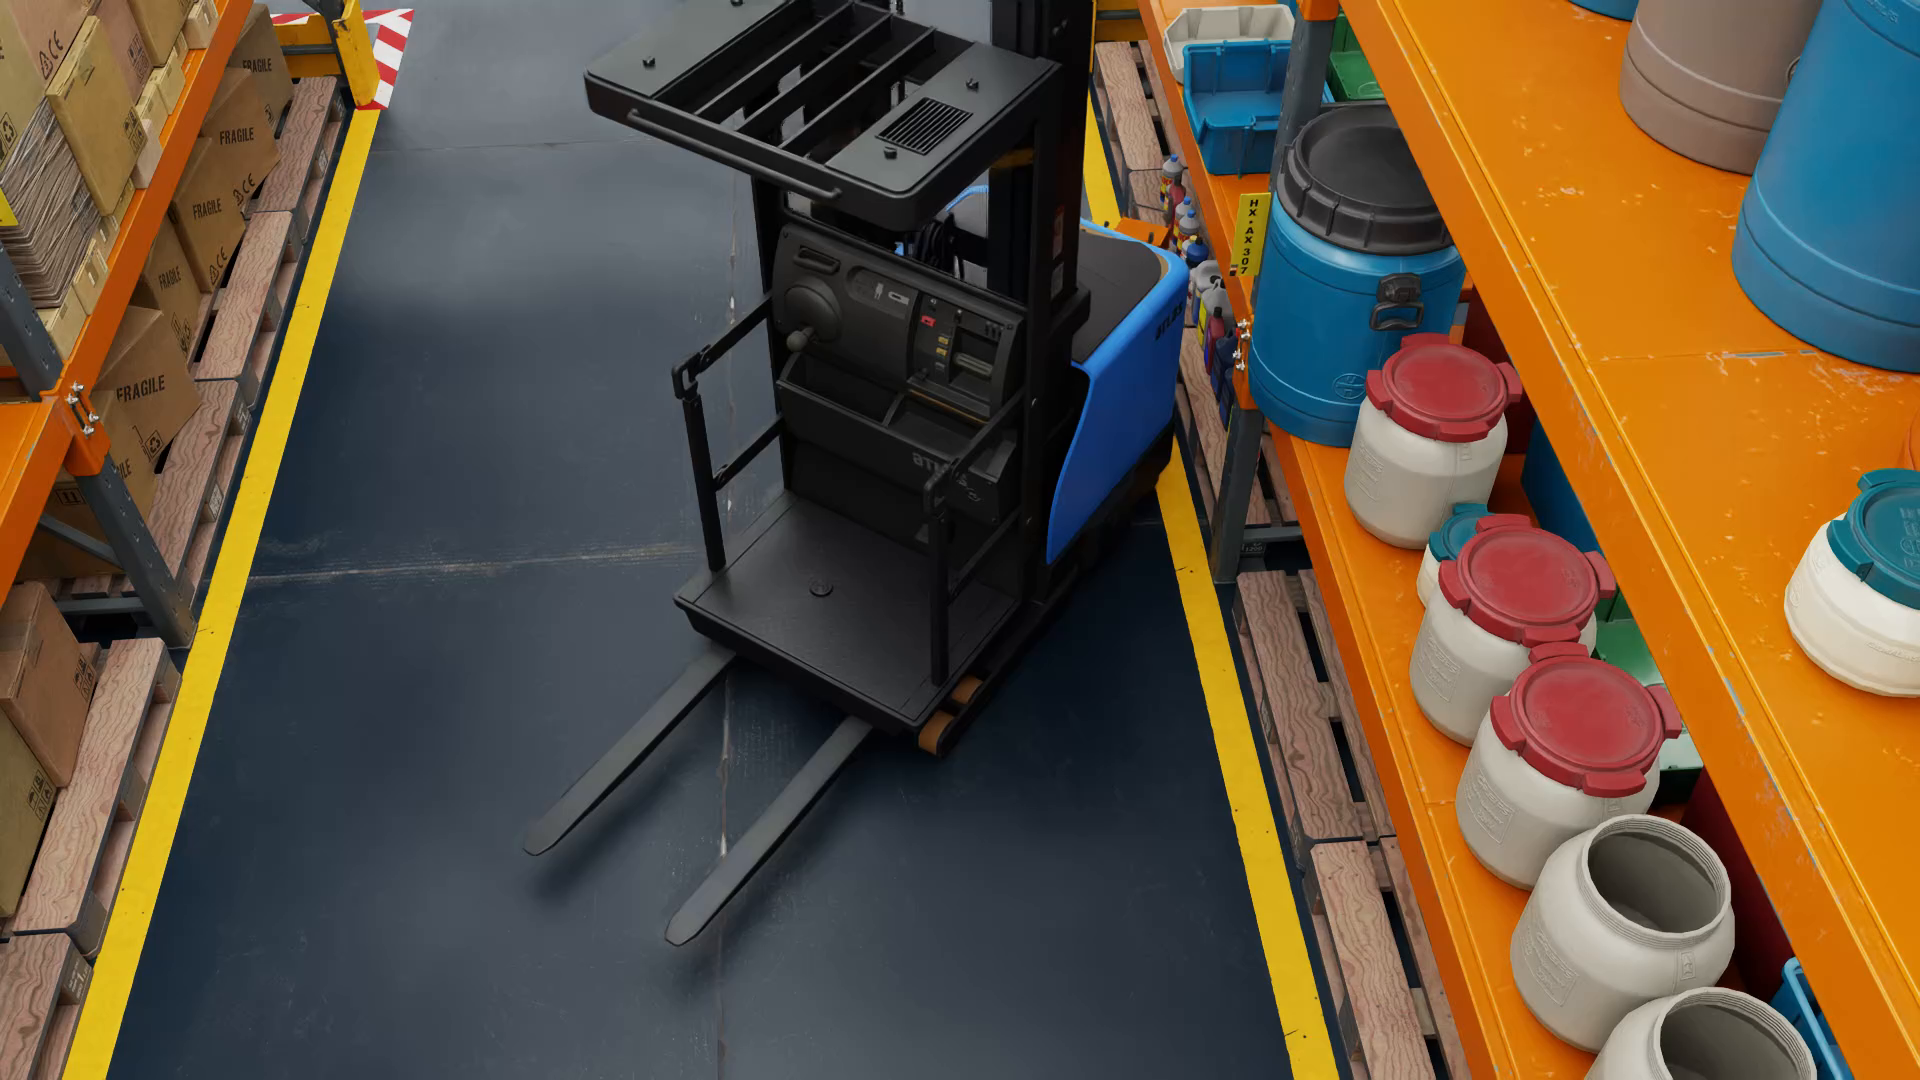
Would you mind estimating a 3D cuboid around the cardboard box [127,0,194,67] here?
[{"bbox_3d":[-3.566,-2.174,6.469,0.875,0.500,0.500,-3,47,-3],"label":"cardboard box"}]

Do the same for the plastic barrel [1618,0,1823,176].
[{"bbox_3d":[1.809,-1.301,3.505,0.600,0.901,0.600,0,47,0],"label":"plastic barrel"}]

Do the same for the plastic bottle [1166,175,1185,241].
[{"bbox_3d":[1.003,-1.541,7.711,0.061,0.283,0.133,-3,47,-3],"label":"plastic bottle"}]

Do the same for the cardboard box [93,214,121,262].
[{"bbox_3d":[-3.215,-1.073,5.873,0.380,0.149,0.250,-3,47,-3],"label":"cardboard box"}]

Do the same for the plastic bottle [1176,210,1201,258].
[{"bbox_3d":[1.039,-1.381,7.568,0.097,0.271,0.097,0,47,0],"label":"plastic bottle"}]

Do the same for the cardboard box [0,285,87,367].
[{"bbox_3d":[-3.158,-0.712,5.531,0.380,0.149,0.250,-3,47,-3],"label":"cardboard box"}]

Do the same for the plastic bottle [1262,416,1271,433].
[{"bbox_3d":[1.298,-0.623,6.795,0.144,0.351,0.185,-3,47,-3],"label":"plastic bottle"}]

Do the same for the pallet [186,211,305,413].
[{"bbox_3d":[-3.637,-1.034,7.584,1.003,0.211,1.213,-3,47,-3],"label":"pallet"}]

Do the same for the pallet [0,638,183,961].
[{"bbox_3d":[-3.373,0.898,5.754,1.003,0.211,1.213,-3,47,-3],"label":"pallet"}]

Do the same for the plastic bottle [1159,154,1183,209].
[{"bbox_3d":[1.002,-1.702,7.872,0.097,0.271,0.097,0,47,0],"label":"plastic bottle"}]

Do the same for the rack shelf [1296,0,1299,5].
[{"bbox_3d":[1.328,-3.156,6.103,1.077,0.370,4.000,-3,47,-3],"label":"rack shelf"}]

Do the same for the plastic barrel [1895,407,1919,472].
[{"bbox_3d":[1.923,-0.291,2.598,0.600,0.830,0.708,-3,47,-3],"label":"plastic barrel"}]

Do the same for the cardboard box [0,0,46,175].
[{"bbox_3d":[-3.224,-1.446,5.091,0.500,0.500,0.500,-3,47,-3],"label":"cardboard box"}]

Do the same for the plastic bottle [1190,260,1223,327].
[{"bbox_3d":[1.102,-1.079,7.279,0.152,0.276,0.135,-3,47,-3],"label":"plastic bottle"}]

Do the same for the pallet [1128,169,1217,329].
[{"bbox_3d":[1.376,-1.340,7.873,1.003,0.211,1.213,-3,47,-3],"label":"pallet"}]

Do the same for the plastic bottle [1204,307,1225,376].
[{"bbox_3d":[1.083,-0.845,7.052,0.061,0.283,0.133,-1,47,-1],"label":"plastic bottle"}]

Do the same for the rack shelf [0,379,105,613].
[{"bbox_3d":[-3.272,1.070,4.166,1.077,0.370,4.000,-3,47,-3],"label":"rack shelf"}]

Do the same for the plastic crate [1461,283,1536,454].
[{"bbox_3d":[1.841,-0.616,5.223,0.402,0.464,0.583,-3,47,-3],"label":"plastic crate"}]

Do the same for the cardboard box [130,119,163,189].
[{"bbox_3d":[-3.225,-1.436,6.217,0.380,0.149,0.250,-3,47,-3],"label":"cardboard box"}]

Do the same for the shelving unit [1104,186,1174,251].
[{"bbox_3d":[0.709,-0.943,6.917,0.215,1.050,0.252,17,50,16],"label":"shelving unit"}]

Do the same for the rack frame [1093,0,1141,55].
[{"bbox_3d":[1.161,-3.819,8.301,1.000,3.000,0.127,-3,47,-3],"label":"rack frame"}]

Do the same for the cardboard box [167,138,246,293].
[{"bbox_3d":[-3.621,-1.466,7.505,0.500,0.500,0.500,0,47,0],"label":"cardboard box"}]

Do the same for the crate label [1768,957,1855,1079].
[{"bbox_3d":[2.017,1.221,3.503,0.502,0.435,0.616,-3,47,-3],"label":"crate label"}]

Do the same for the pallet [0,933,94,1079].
[{"bbox_3d":[-3.268,1.782,4.916,1.003,0.211,1.213,-3,47,-3],"label":"pallet"}]

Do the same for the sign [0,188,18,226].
[{"bbox_3d":[-2.887,-1.059,4.889,0.100,0.325,0.005,-3,47,-3],"label":"sign"}]

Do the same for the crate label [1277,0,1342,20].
[{"bbox_3d":[1.584,-2.516,7.043,0.502,0.435,0.616,-3,47,-3],"label":"crate label"}]

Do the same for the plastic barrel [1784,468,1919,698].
[{"bbox_3d":[1.492,0.079,2.639,0.301,0.262,0.301,0,47,0],"label":"plastic barrel"}]

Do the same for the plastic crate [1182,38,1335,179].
[{"bbox_3d":[1.133,-1.658,6.357,0.499,0.251,0.616,-3,47,-3],"label":"plastic crate"}]

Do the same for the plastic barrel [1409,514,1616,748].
[{"bbox_3d":[1.419,0.264,4.340,0.433,0.535,0.433,0,47,0],"label":"plastic barrel"}]

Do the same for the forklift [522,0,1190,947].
[{"bbox_3d":[-0.340,-0.627,5.325,1.130,2.935,3.031,25,52,22],"label":"forklift"}]

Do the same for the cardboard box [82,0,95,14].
[{"bbox_3d":[-3.309,-2.169,5.776,0.500,0.500,0.500,-3,47,-3],"label":"cardboard box"}]

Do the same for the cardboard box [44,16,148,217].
[{"bbox_3d":[-3.423,-1.454,5.788,0.875,0.500,0.500,-3,47,-3],"label":"cardboard box"}]

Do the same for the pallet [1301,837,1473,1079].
[{"bbox_3d":[1.705,1.484,5.199,1.003,0.211,1.213,-3,47,-3],"label":"pallet"}]

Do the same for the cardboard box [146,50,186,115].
[{"bbox_3d":[-3.297,-1.796,6.558,0.380,0.149,0.250,-3,47,-3],"label":"cardboard box"}]

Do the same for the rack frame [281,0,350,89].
[{"bbox_3d":[-3.775,-3.518,8.016,1.000,3.000,0.127,-3,47,-3],"label":"rack frame"}]

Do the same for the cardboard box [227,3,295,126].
[{"bbox_3d":[-3.739,-2.350,8.342,0.500,0.500,0.500,4,47,4],"label":"cardboard box"}]

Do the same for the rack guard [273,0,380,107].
[{"bbox_3d":[-3.768,-2.604,8.872,1.175,0.500,0.348,-3,47,-3],"label":"rack guard"}]

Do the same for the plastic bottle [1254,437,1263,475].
[{"bbox_3d":[1.155,-0.358,6.647,0.097,0.201,0.097,0,47,0],"label":"plastic bottle"}]

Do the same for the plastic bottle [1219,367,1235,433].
[{"bbox_3d":[1.155,-0.614,6.787,0.144,0.351,0.185,-5,47,-4],"label":"plastic bottle"}]

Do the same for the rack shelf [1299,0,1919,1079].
[{"bbox_3d":[1.663,-0.262,3.362,1.077,0.370,4.000,-3,47,-3],"label":"rack shelf"}]

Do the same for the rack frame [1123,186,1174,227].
[{"bbox_3d":[0.757,-1.027,6.992,0.200,1.050,0.008,17,50,16],"label":"rack frame"}]

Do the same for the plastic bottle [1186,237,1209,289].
[{"bbox_3d":[1.056,-1.235,7.430,0.097,0.271,0.097,0,47,0],"label":"plastic bottle"}]

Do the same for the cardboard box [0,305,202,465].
[{"bbox_3d":[-3.489,-0.615,6.699,0.500,0.500,0.500,10,47,9],"label":"cardboard box"}]

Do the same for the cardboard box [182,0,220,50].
[{"bbox_3d":[-3.315,-2.159,6.902,0.380,0.149,0.250,-3,47,-3],"label":"cardboard box"}]

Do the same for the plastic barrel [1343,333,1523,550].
[{"bbox_3d":[1.357,-0.267,4.843,0.433,0.535,0.433,0,47,0],"label":"plastic barrel"}]

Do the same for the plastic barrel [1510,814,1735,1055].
[{"bbox_3d":[1.496,0.894,3.760,0.421,0.512,0.421,0,47,0],"label":"plastic barrel"}]

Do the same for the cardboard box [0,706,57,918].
[{"bbox_3d":[-3.389,0.876,5.273,0.700,0.500,0.500,-4,47,-4],"label":"cardboard box"}]

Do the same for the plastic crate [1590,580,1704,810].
[{"bbox_3d":[1.923,0.390,4.460,0.450,0.188,0.662,-3,47,-3],"label":"plastic crate"}]
